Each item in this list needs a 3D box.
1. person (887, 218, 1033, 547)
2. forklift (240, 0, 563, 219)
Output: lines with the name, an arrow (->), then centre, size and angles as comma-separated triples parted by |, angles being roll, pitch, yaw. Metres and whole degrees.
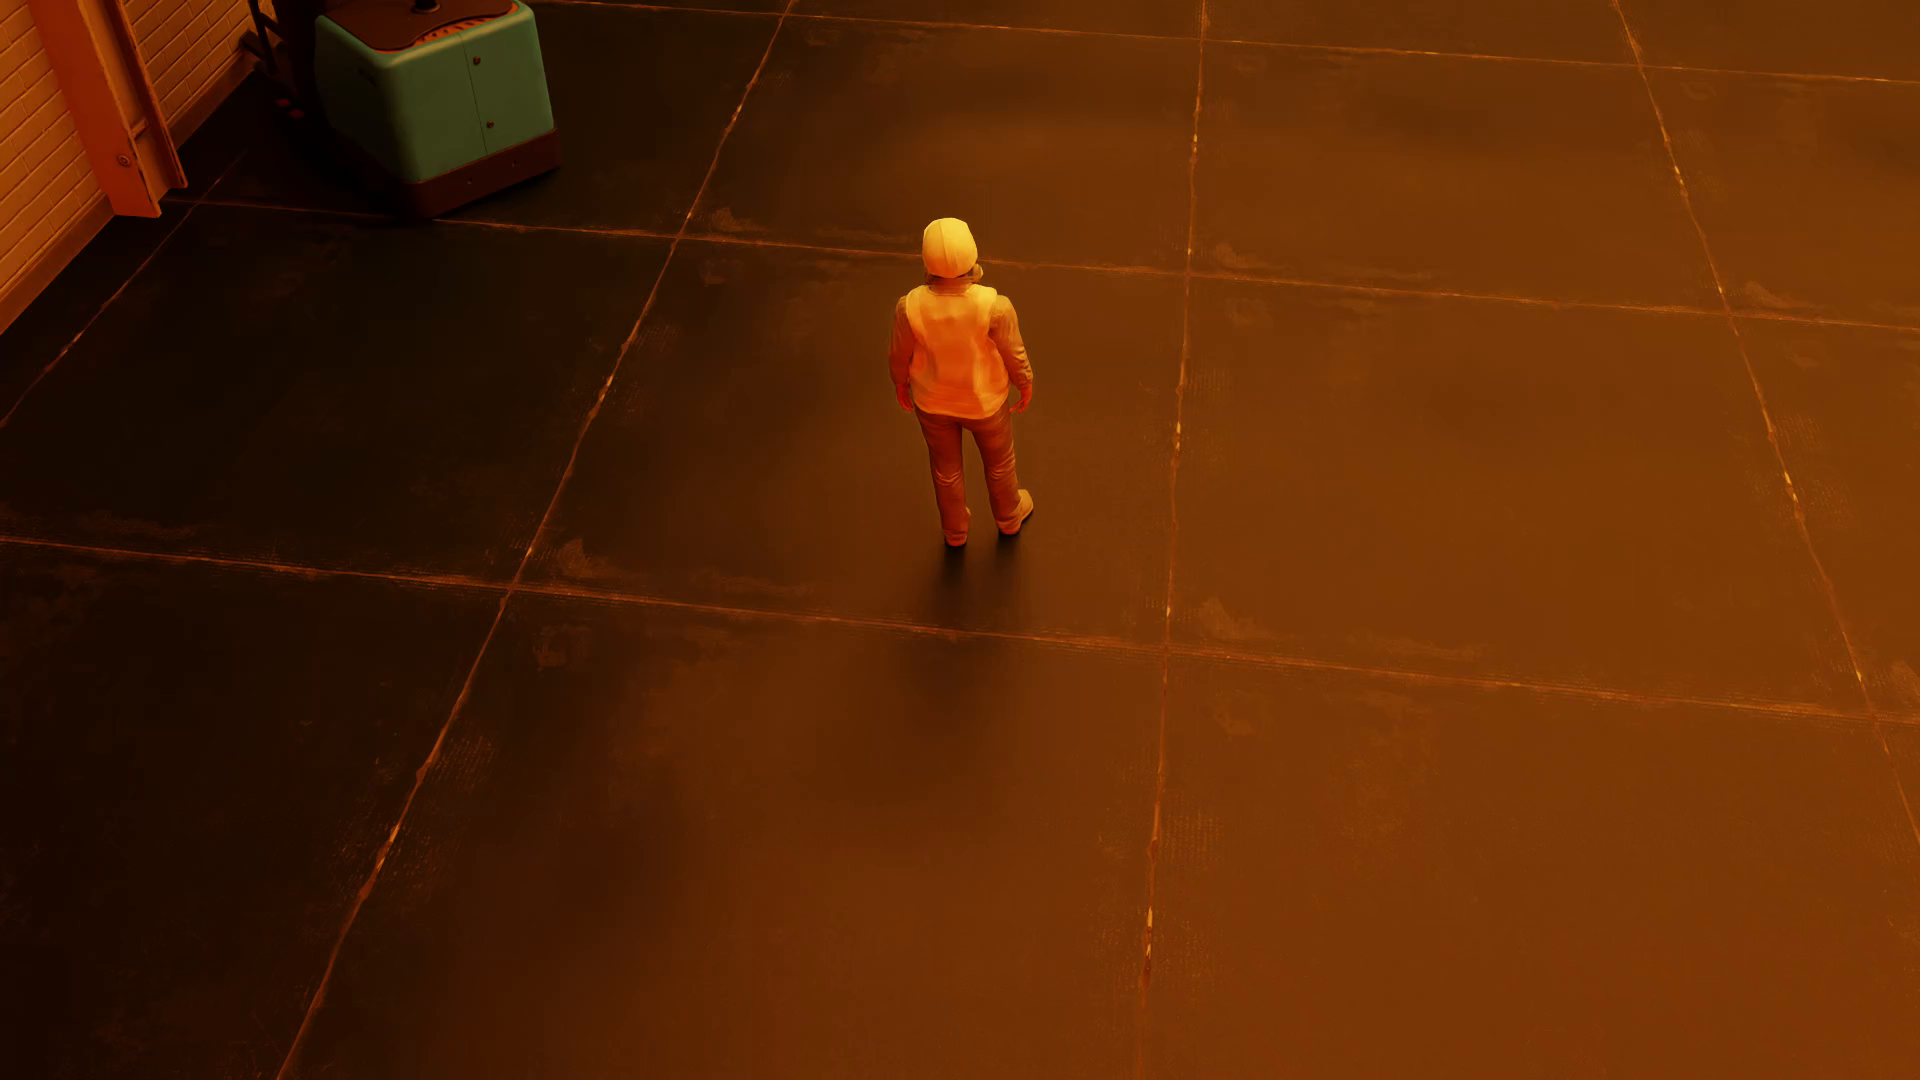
person -> 0.017, -0.699, 7.330 | 0.632, 1.773, 0.568 | 5, 43, 6
forklift -> -3.834, -3.894, 9.963 | 1.130, 2.935, 3.031 | -32, 51, -30
